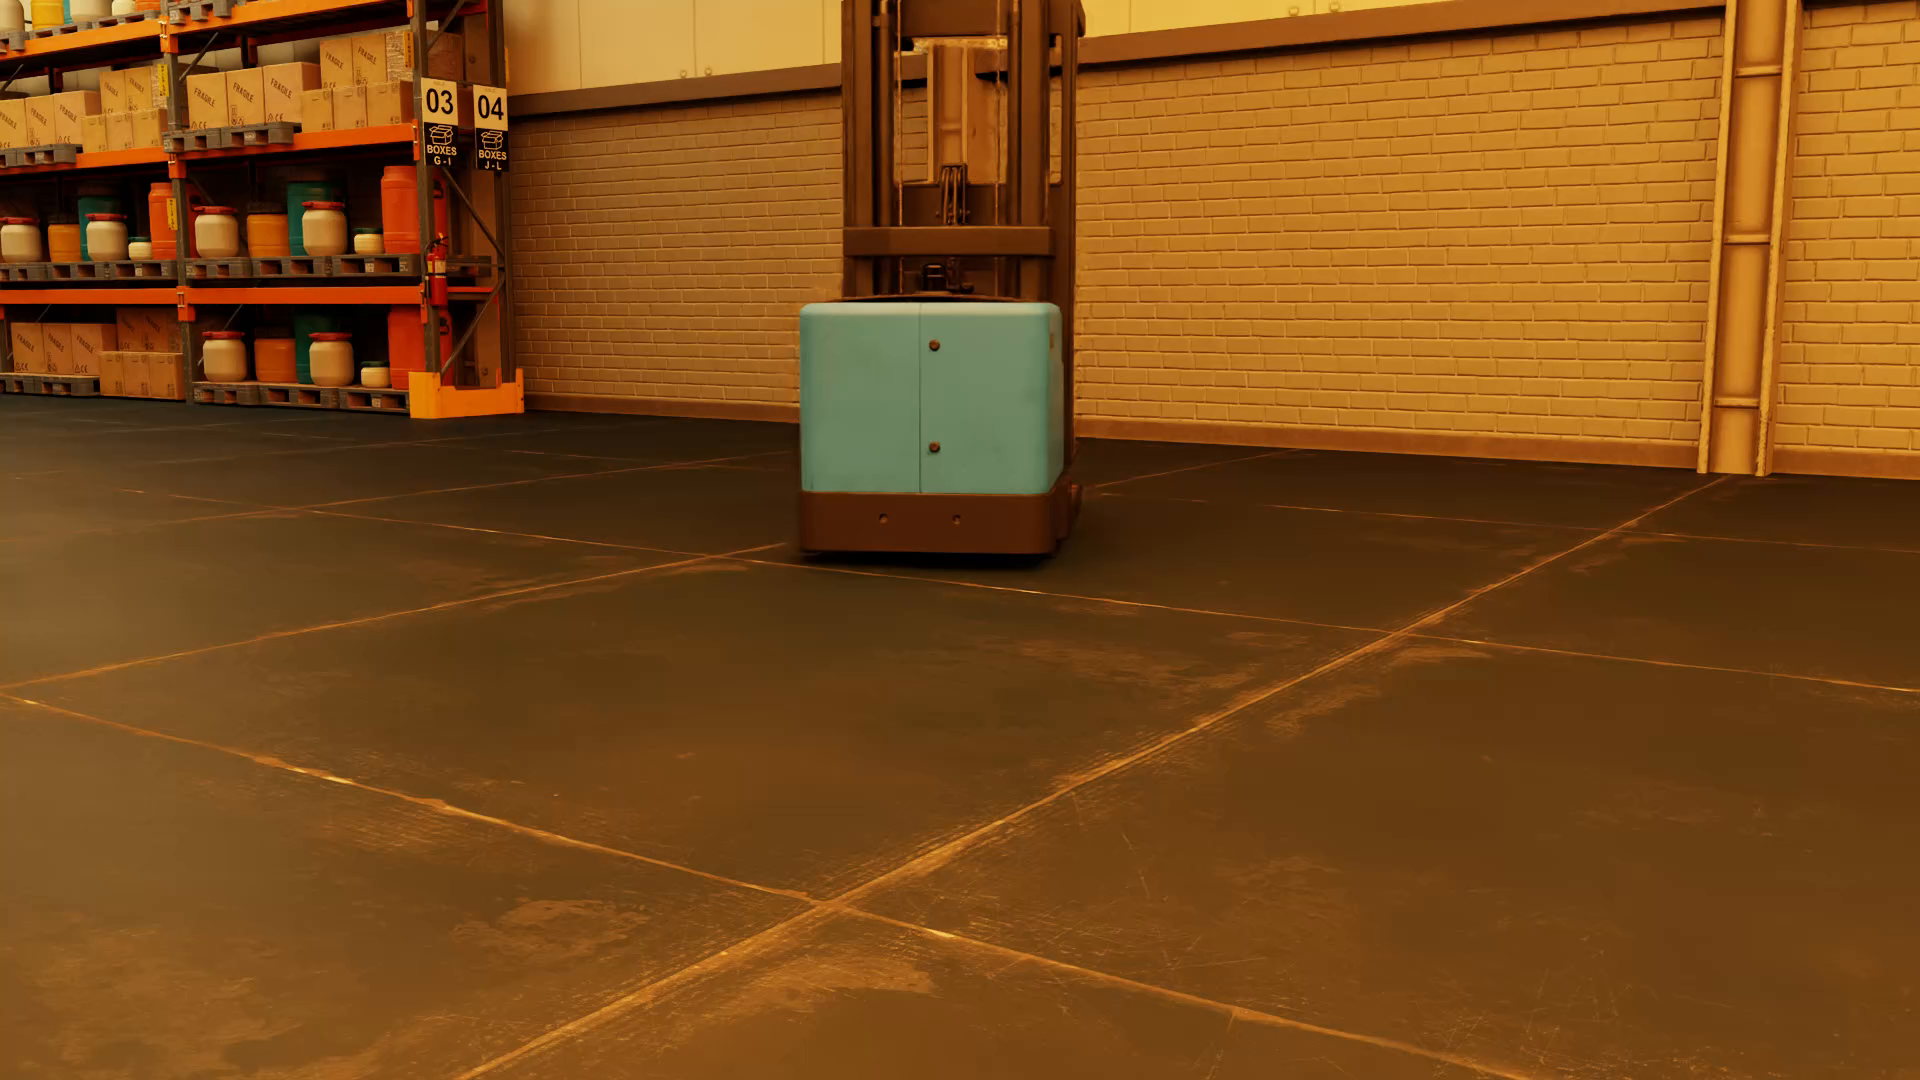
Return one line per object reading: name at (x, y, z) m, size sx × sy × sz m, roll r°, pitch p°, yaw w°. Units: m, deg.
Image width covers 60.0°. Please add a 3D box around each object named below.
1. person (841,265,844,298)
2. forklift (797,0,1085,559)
person at (-0.437, -1.220, 10.456) m, size 0.575 × 1.646 × 0.580 m, roll 4°, pitch 9°, yaw 25°
forklift at (0.026, -1.541, 8.027) m, size 1.130 × 2.935 × 3.031 m, roll 1°, pitch 8°, yaw 7°
